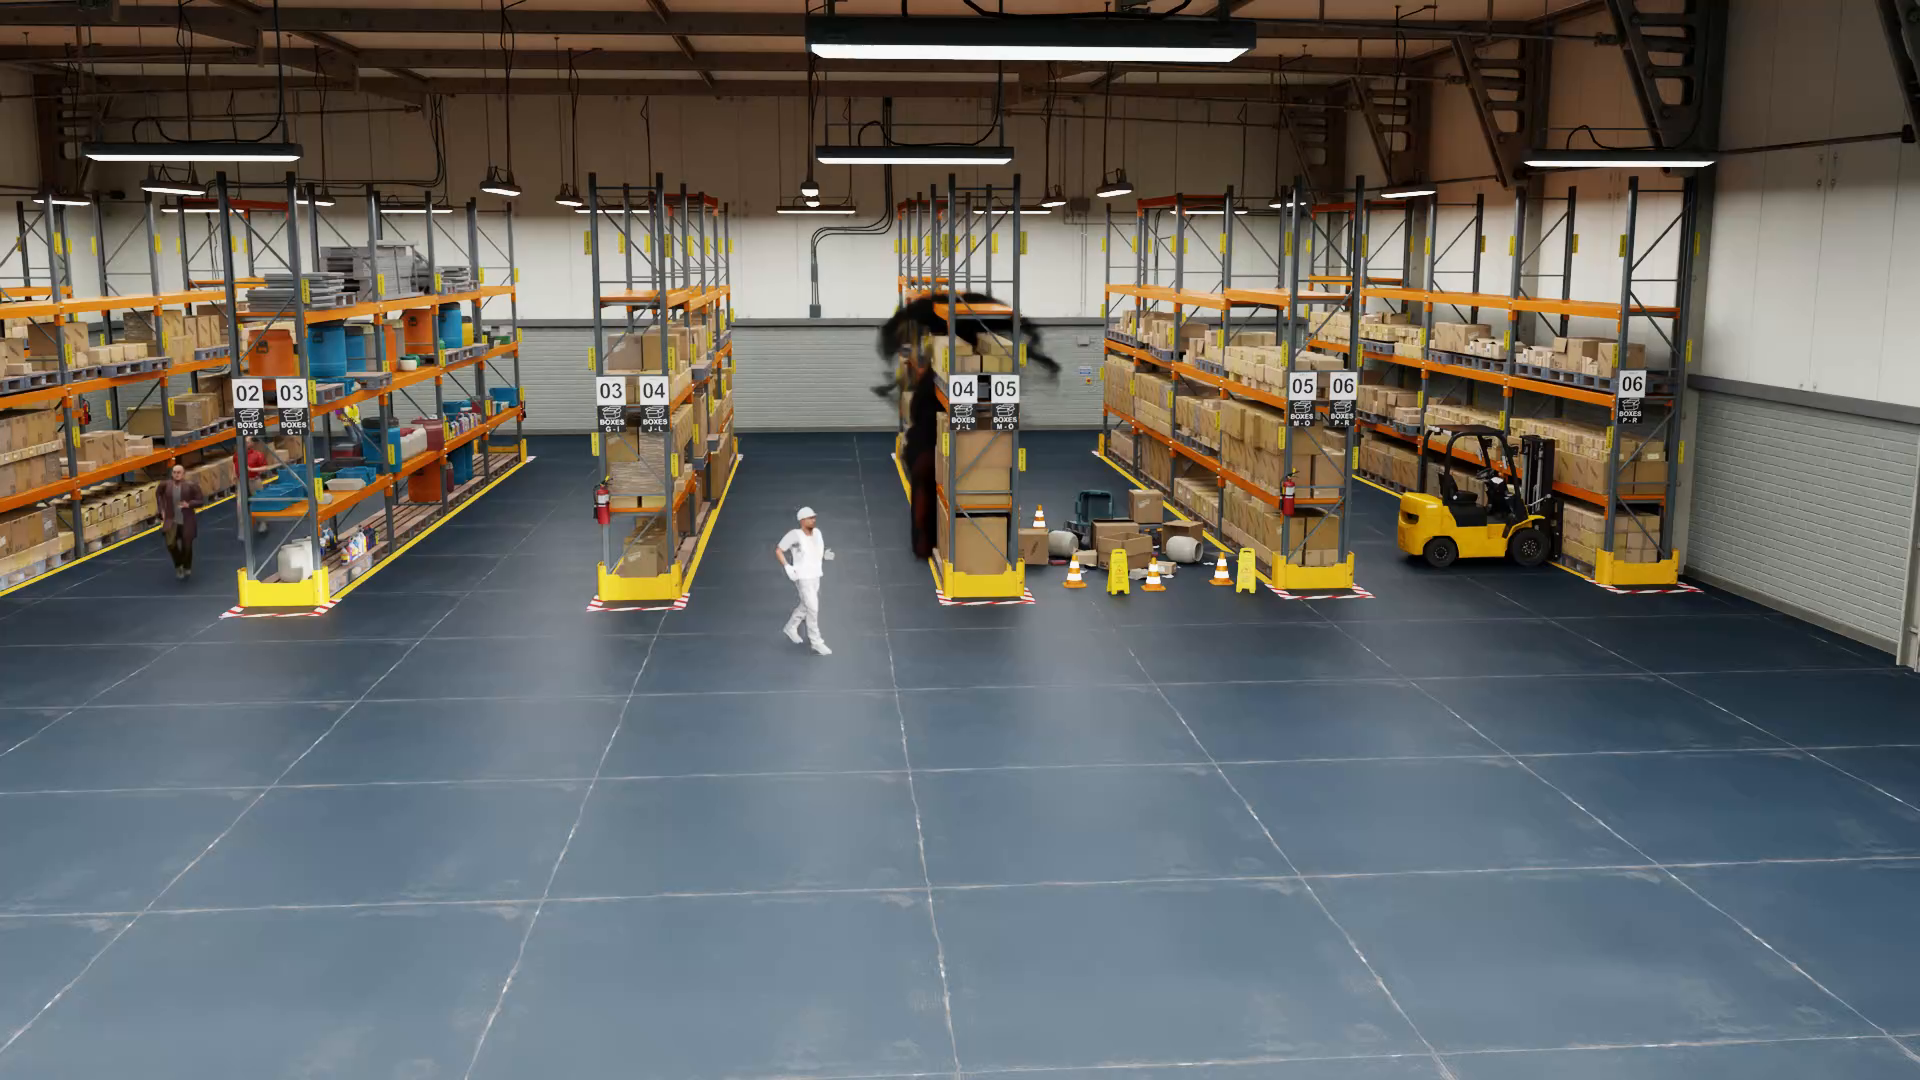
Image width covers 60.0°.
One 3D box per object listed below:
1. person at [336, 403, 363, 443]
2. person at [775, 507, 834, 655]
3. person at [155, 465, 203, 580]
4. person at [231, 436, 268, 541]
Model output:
[{"bbox_3d":[-14.309,-2.718,39.116,0.594,1.716,0.719,10,14,43],"label":"person"},{"bbox_3d":[-1.908,0.476,20.742,0.881,1.797,0.680,6,12,33],"label":"person"},{"bbox_3d":[-11.794,-0.265,25.156,0.691,1.763,0.799,-3,10,-16],"label":"person"},{"bbox_3d":[-12.339,-0.929,28.878,0.653,1.747,0.901,-1,10,-7],"label":"person"}]
